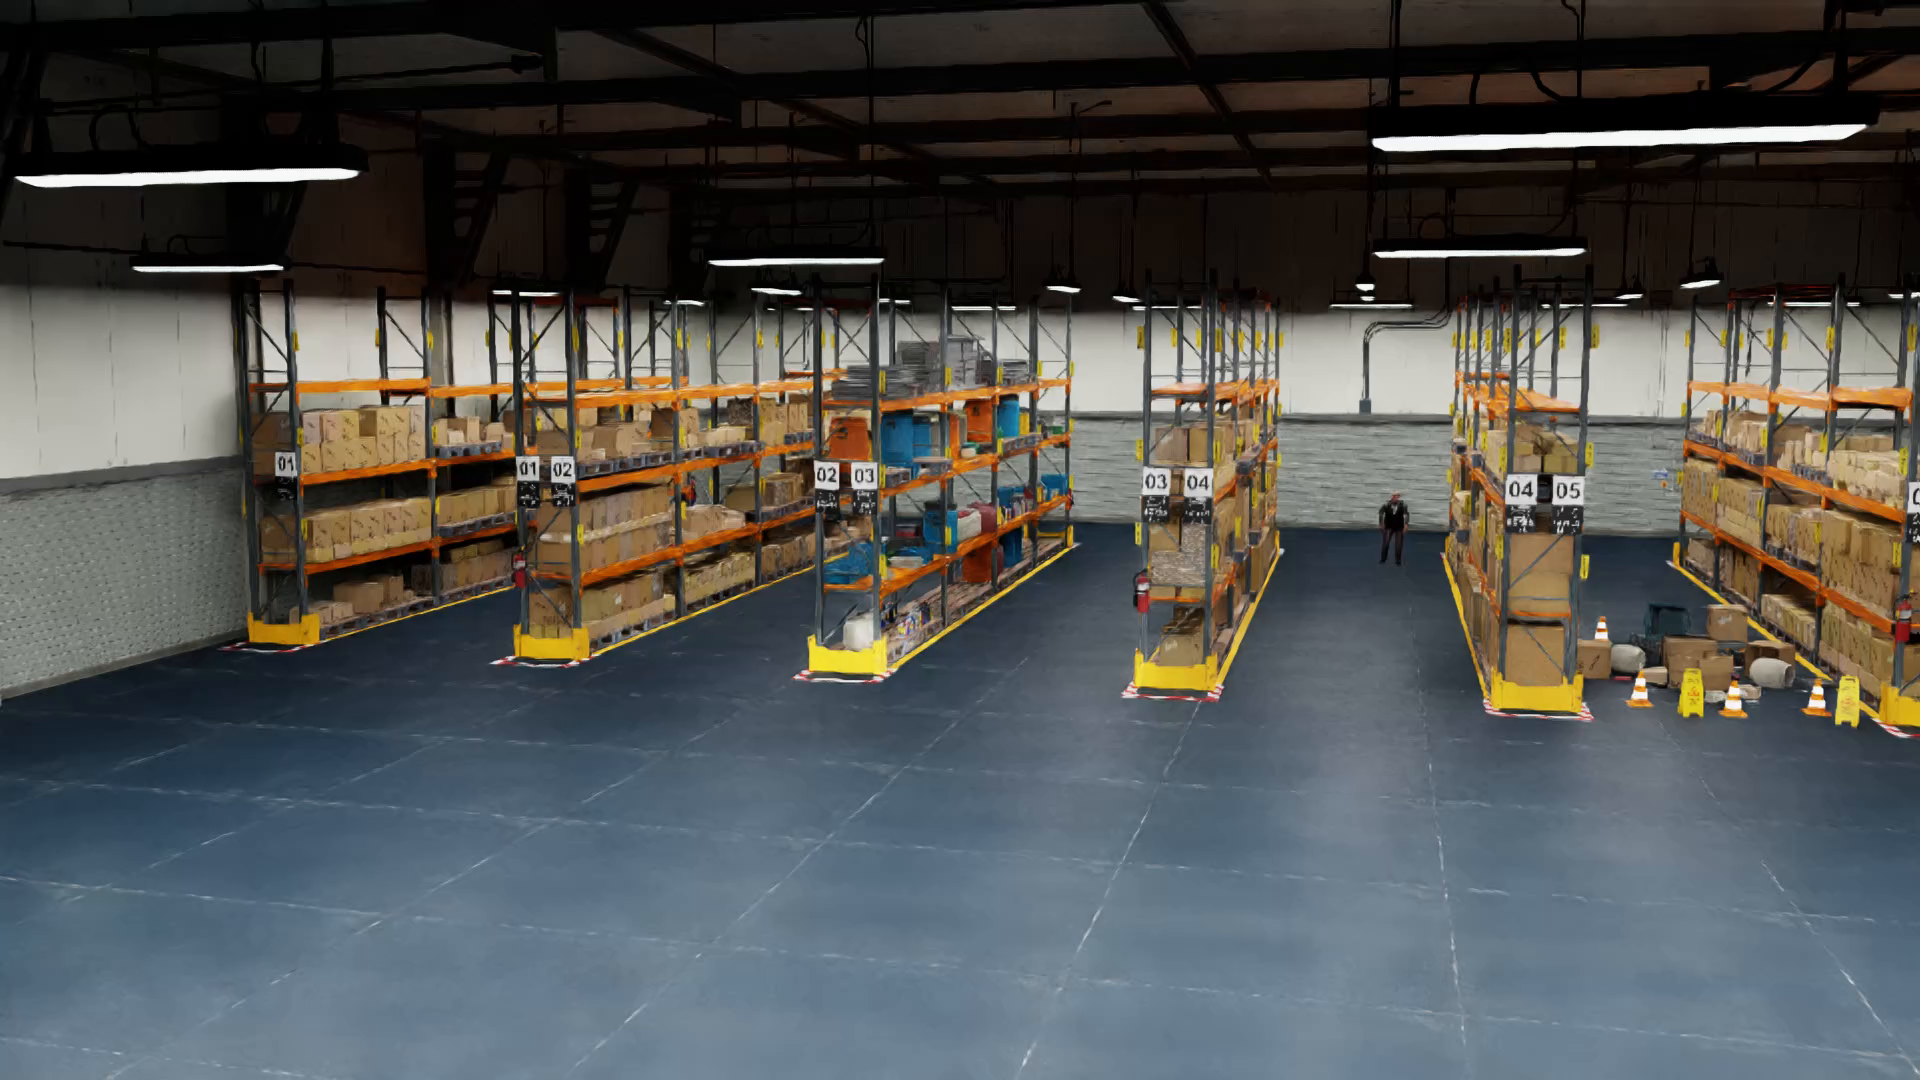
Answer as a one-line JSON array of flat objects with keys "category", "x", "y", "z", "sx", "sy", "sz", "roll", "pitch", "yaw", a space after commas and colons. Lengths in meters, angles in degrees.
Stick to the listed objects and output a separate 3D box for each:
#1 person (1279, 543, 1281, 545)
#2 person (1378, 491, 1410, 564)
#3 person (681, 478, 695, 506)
[{"category": "person", "x": 7.416, "y": -0.683, "z": 40.454, "sx": 0.577, "sy": 1.657, "sz": 0.596, "roll": -4, "pitch": 8, "yaw": -32}, {"category": "person", "x": 9.721, "y": -0.287, "z": 37.287, "sx": 0.677, "sy": 1.674, "sz": 0.534, "roll": 1, "pitch": 7, "yaw": 12}, {"category": "person", "x": -7.435, "y": -1.135, "z": 44.483, "sx": 0.682, "sy": 1.640, "sz": 0.516, "roll": -4, "pitch": 8, "yaw": -30}]
